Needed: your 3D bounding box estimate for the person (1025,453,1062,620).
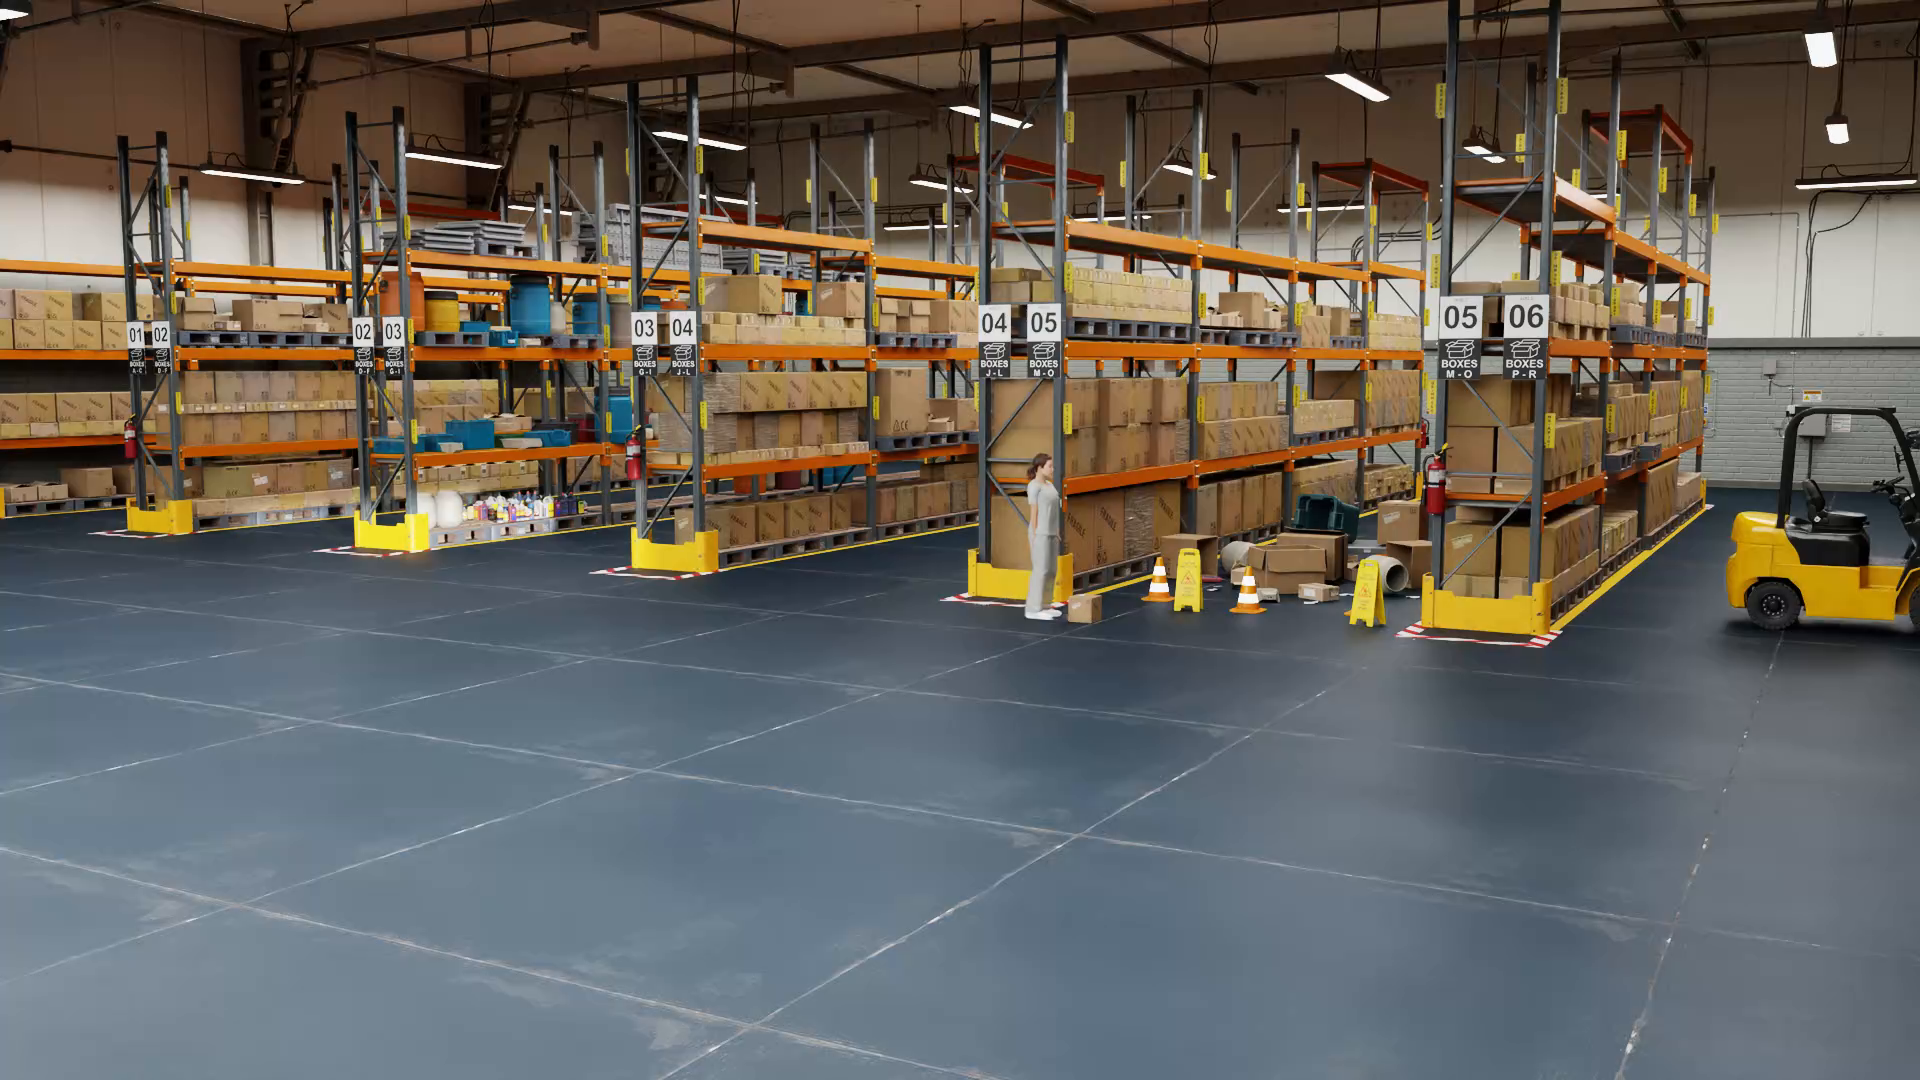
[{"bbox_3d":[0.834,-0.046,16.794,0.365,1.671,0.439,3,7,30],"label":"person"}]
